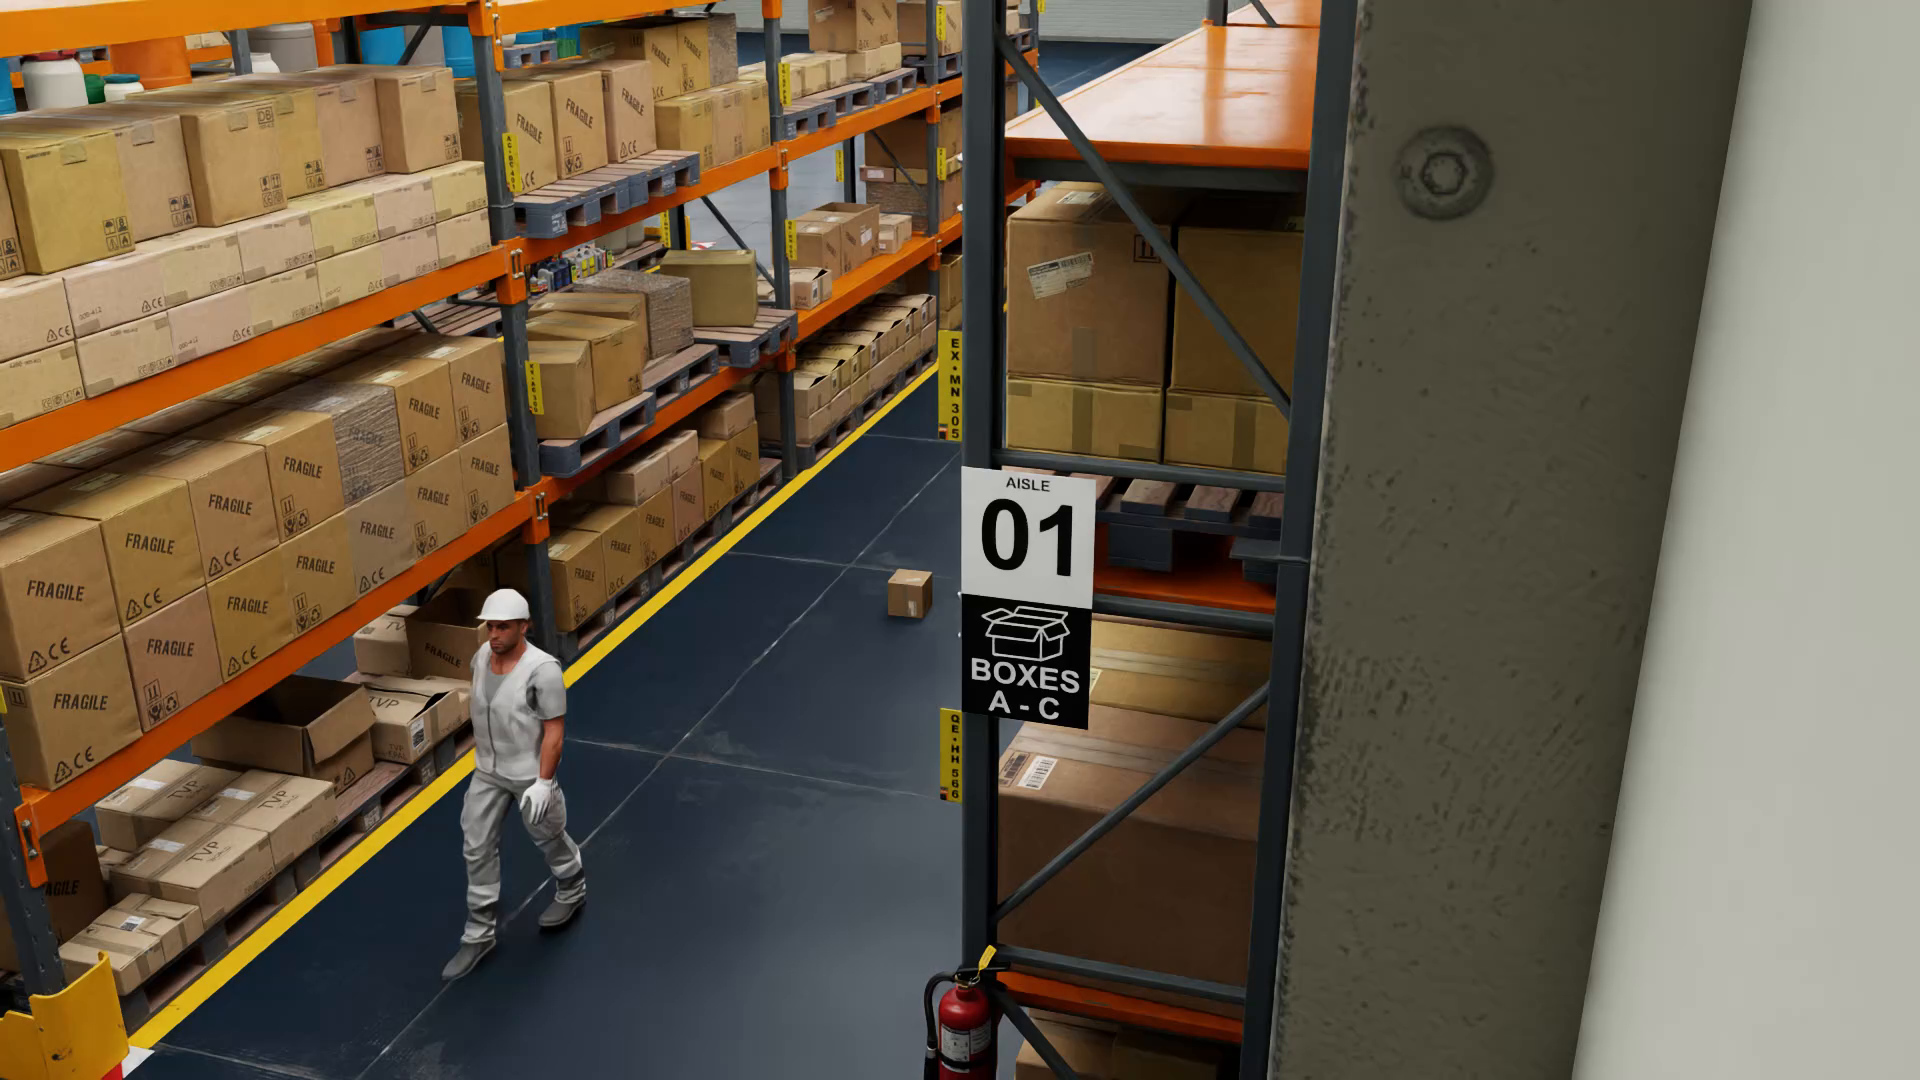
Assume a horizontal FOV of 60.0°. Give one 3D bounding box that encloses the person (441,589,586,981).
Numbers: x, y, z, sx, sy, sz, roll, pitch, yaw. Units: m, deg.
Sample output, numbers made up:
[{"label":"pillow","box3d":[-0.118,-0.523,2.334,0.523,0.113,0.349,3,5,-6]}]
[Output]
[{"label":"person","box3d":[-2.096,1.113,7.661,0.594,1.809,0.773,10,24,23]}]
